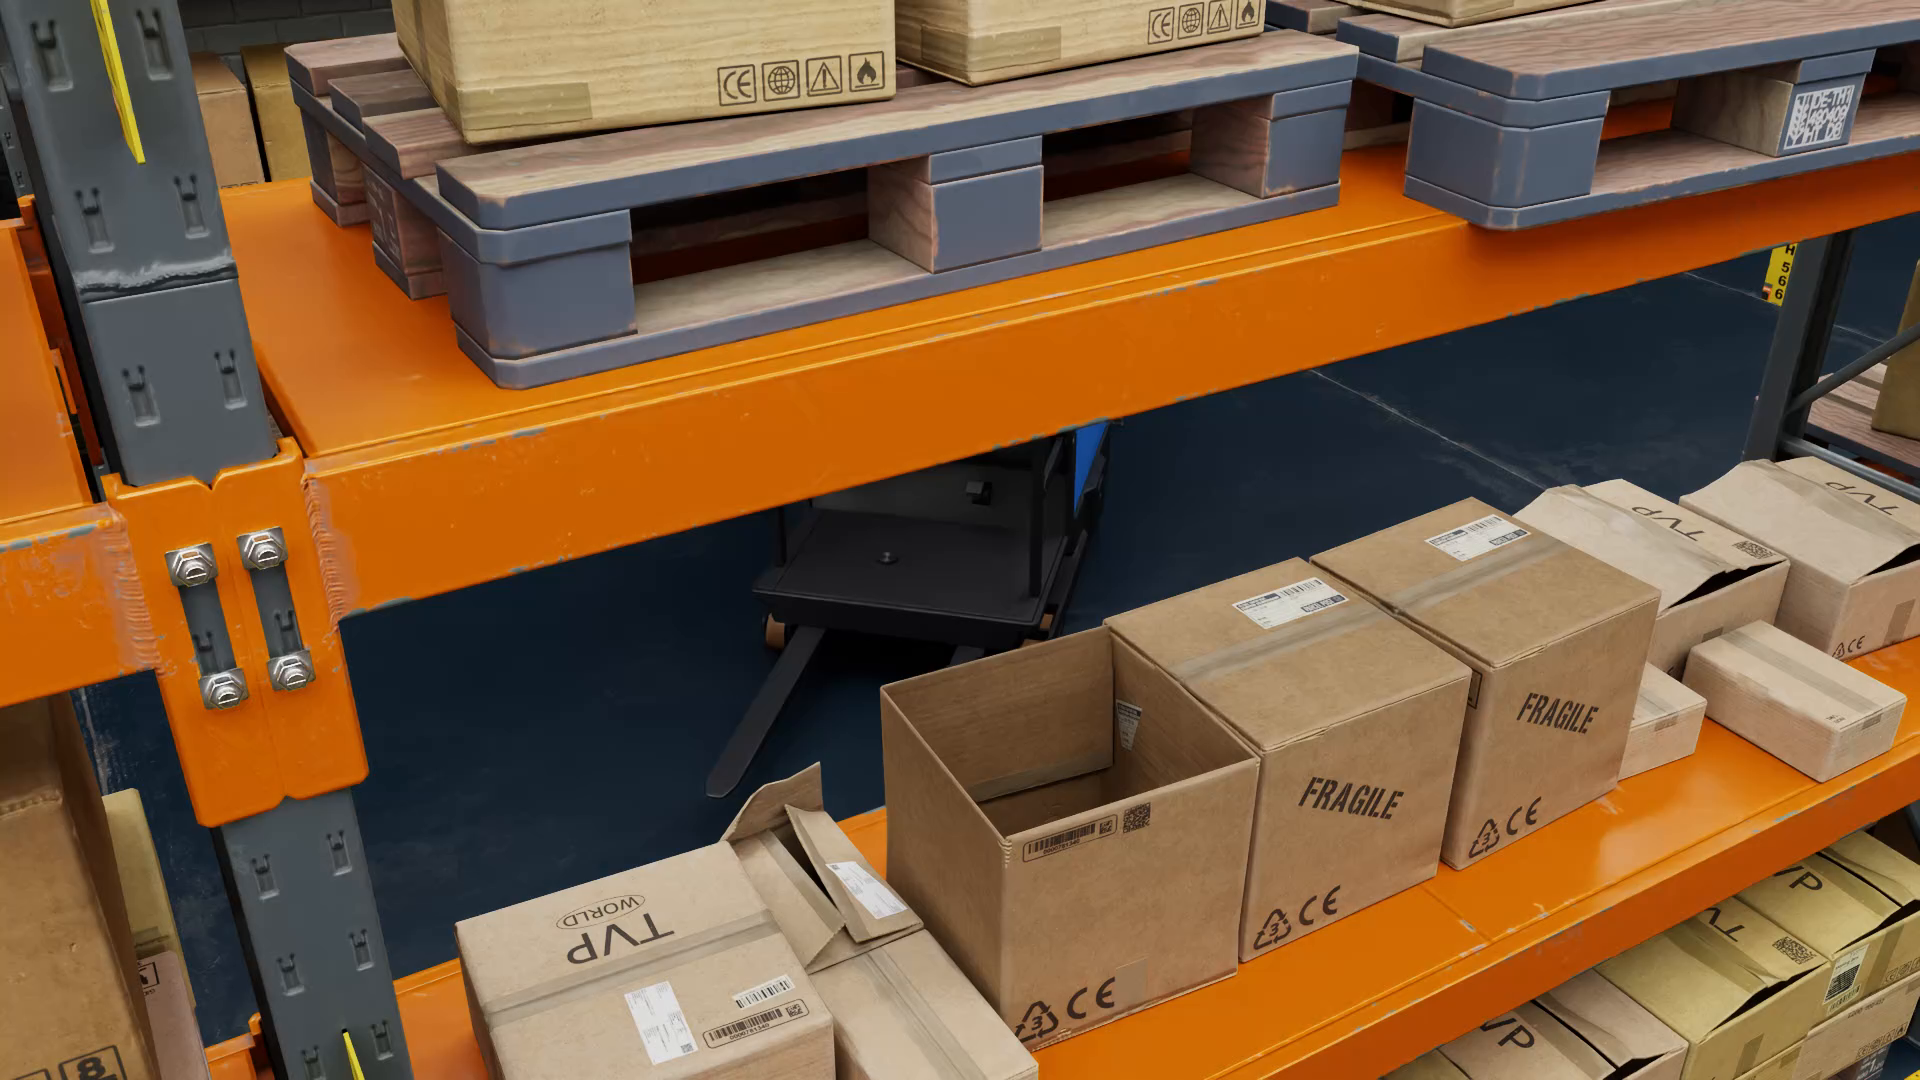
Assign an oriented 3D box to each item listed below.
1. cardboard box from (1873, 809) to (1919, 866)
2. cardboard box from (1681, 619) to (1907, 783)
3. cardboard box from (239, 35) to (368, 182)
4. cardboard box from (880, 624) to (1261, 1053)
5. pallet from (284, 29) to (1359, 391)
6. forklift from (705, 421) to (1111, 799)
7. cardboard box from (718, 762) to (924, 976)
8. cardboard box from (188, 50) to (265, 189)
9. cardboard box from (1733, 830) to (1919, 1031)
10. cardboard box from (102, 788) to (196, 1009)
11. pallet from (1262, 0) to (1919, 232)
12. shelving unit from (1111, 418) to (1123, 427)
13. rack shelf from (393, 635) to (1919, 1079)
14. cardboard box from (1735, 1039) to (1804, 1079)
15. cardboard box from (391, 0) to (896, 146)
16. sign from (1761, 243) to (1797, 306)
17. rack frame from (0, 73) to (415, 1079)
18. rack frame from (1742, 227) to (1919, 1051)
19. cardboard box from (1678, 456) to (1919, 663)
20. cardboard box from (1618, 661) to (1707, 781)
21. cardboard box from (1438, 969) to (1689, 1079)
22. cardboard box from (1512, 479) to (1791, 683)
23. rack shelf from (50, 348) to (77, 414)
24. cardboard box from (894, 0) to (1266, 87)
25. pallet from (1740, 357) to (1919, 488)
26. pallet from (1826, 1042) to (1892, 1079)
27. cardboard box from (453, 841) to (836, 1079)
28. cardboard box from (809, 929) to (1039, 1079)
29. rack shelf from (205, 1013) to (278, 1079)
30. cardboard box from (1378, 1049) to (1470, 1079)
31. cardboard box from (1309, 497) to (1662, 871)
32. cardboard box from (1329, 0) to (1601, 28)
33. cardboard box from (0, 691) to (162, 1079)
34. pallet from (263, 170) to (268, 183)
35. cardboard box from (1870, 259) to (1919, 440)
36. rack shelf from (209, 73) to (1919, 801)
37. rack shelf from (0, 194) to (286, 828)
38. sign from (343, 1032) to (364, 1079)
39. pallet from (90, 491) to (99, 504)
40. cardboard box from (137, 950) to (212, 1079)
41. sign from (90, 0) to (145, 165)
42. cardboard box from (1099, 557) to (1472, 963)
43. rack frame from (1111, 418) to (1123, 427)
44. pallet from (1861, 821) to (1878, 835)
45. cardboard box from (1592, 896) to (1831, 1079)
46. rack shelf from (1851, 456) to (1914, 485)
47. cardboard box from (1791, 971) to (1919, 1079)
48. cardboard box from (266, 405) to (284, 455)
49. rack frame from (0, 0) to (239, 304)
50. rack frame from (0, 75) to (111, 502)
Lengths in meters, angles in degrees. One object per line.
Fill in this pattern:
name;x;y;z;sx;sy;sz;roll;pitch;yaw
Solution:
cardboard box;3.046;0.821;4.790;0.500;0.500;0.500;-14;32;-24
cardboard box;1.874;0.357;3.759;0.250;0.149;0.380;-16;33;-26
cardboard box;-2.511;-1.653;6.581;0.500;0.500;0.700;-12;31;-21
cardboard box;0.185;0.537;3.070;0.500;0.500;0.500;-13;32;-23
pallet;-0.186;-0.560;2.254;1.217;0.209;0.805;-17;33;-28
forklift;-0.145;-0.947;5.933;1.130;2.935;3.031;6;30;11
cardboard box;-0.275;0.658;3.093;0.258;0.266;0.396;-17;33;-28
cardboard box;-2.996;-1.519;6.339;0.500;0.500;0.700;-16;33;-26
cardboard box;2.182;0.917;4.315;0.500;0.311;0.500;-15;32;-25
cardboard box;-1.269;0.548;2.378;0.250;0.149;0.380;-16;33;-26
pallet;1.007;-0.841;2.760;1.213;0.211;1.003;-14;32;-24
shelving unit;0.487;-1.423;7.637;0.431;2.100;0.503;13;31;25
rack shelf;0.785;0.716;3.593;4.000;0.370;1.077;-16;33;-26
cardboard box;1.736;1.290;4.220;0.500;0.250;0.500;-16;33;-27
cardboard box;-0.404;-0.688;2.008;0.500;0.250;0.500;-12;31;-21
sign;2.226;-0.785;4.451;0.005;0.325;0.100;-16;33;-26
rack frame;-0.940;0.891;2.532;0.127;3.000;1.000;-16;33;-26
rack frame;2.509;-0.089;4.306;0.127;3.000;1.000;-16;33;-26
cardboard box;2.173;0.021;4.199;0.500;0.311;0.500;-14;32;-23
cardboard box;1.438;0.357;3.758;0.250;0.149;0.380;-13;32;-23
cardboard box;1.301;1.169;3.858;0.500;0.311;0.500;-16;33;-27
cardboard box;1.640;0.089;4.077;0.500;0.311;0.500;-16;33;-27
rack shelf;-5.177;-0.368;5.556;4.000;0.370;1.077;-16;33;-26
cardboard box;0.069;-0.823;2.253;0.500;0.250;0.500;-19;34;-31
pallet;3.058;-0.200;4.706;1.003;0.211;1.213;-16;33;-26
pallet;1.779;1.318;4.644;1.213;0.211;1.003;-16;33;-26
cardboard box;-0.537;0.818;2.819;0.500;0.250;0.500;-14;32;-23
cardboard box;-0.072;0.869;2.831;0.250;0.149;0.380;-16;33;-26
rack shelf;-2.664;1.695;1.818;4.000;0.370;1.077;-16;33;-26
cardboard box;0.868;1.291;3.637;0.500;0.311;0.500;-15;32;-25
cardboard box;1.071;0.285;3.525;0.500;0.500;0.500;-18;34;-29
cardboard box;0.740;-0.983;2.544;0.500;0.250;0.500;-19;34;-30
cardboard box;-1.319;0.390;1.992;0.500;0.500;0.700;-16;33;-26
pallet;-2.720;-1.215;6.545;1.213;0.211;1.003;-16;33;-26
cardboard box;2.995;-0.517;4.545;0.700;0.500;0.500;22;36;34
rack shelf;0.785;-0.597;2.868;4.000;0.370;1.077;-16;33;-26
rack shelf;-2.664;0.382;1.094;4.000;0.370;1.077;-16;33;-26
sign;-0.657;0.708;1.885;0.005;0.325;0.100;-16;33;-26
pallet;-4.014;0.228;6.619;1.213;0.211;1.003;-16;33;-26
cardboard box;-1.066;0.719;2.068;0.250;0.149;0.380;-16;33;-26
sign;-0.657;-0.453;1.245;0.005;0.325;0.100;-16;33;-26
cardboard box;0.617;0.414;3.292;0.500;0.500;0.500;-16;33;-26
rack frame;0.599;-1.528;7.827;0.400;2.100;0.015;13;31;25
pallet;3.172;0.965;5.282;1.213;0.211;1.003;-16;33;-26
cardboard box;1.737;1.047;4.080;0.500;0.311;0.500;-16;33;-27
rack shelf;4.233;-0.263;5.367;4.000;0.370;1.077;-16;33;-26
cardboard box;2.179;1.162;4.451;0.500;0.250;0.500;-15;32;-25
cardboard box;-2.826;-0.457;7.106;0.500;0.500;0.700;-15;32;-25
rack frame;-0.940;-1.736;1.082;0.127;3.000;1.000;-16;33;-26
rack frame;-3.453;-1.172;6.269;0.127;3.000;1.000;-16;33;-26
